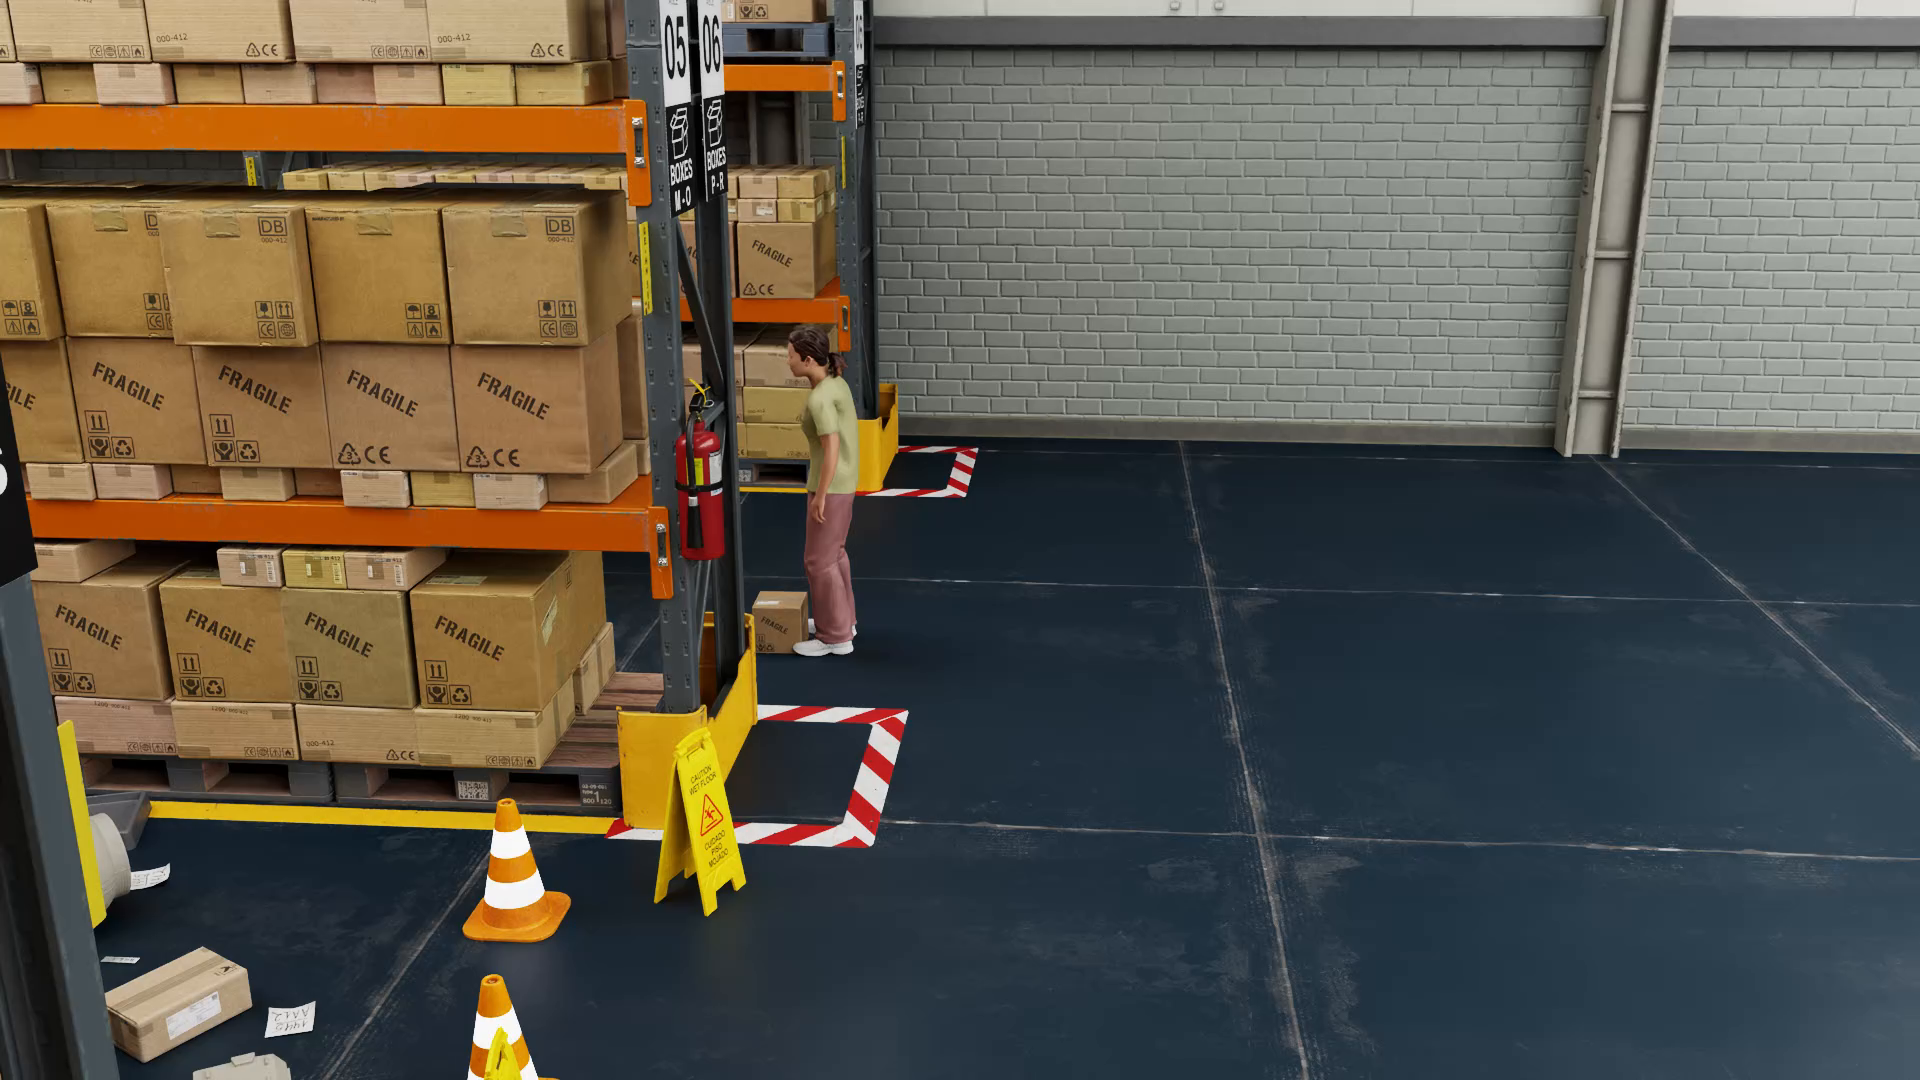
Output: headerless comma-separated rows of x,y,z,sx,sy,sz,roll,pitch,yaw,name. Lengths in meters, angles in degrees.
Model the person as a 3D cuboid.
-0.675,-0.249,8.340,0.350,1.672,0.507,1,18,3,person
